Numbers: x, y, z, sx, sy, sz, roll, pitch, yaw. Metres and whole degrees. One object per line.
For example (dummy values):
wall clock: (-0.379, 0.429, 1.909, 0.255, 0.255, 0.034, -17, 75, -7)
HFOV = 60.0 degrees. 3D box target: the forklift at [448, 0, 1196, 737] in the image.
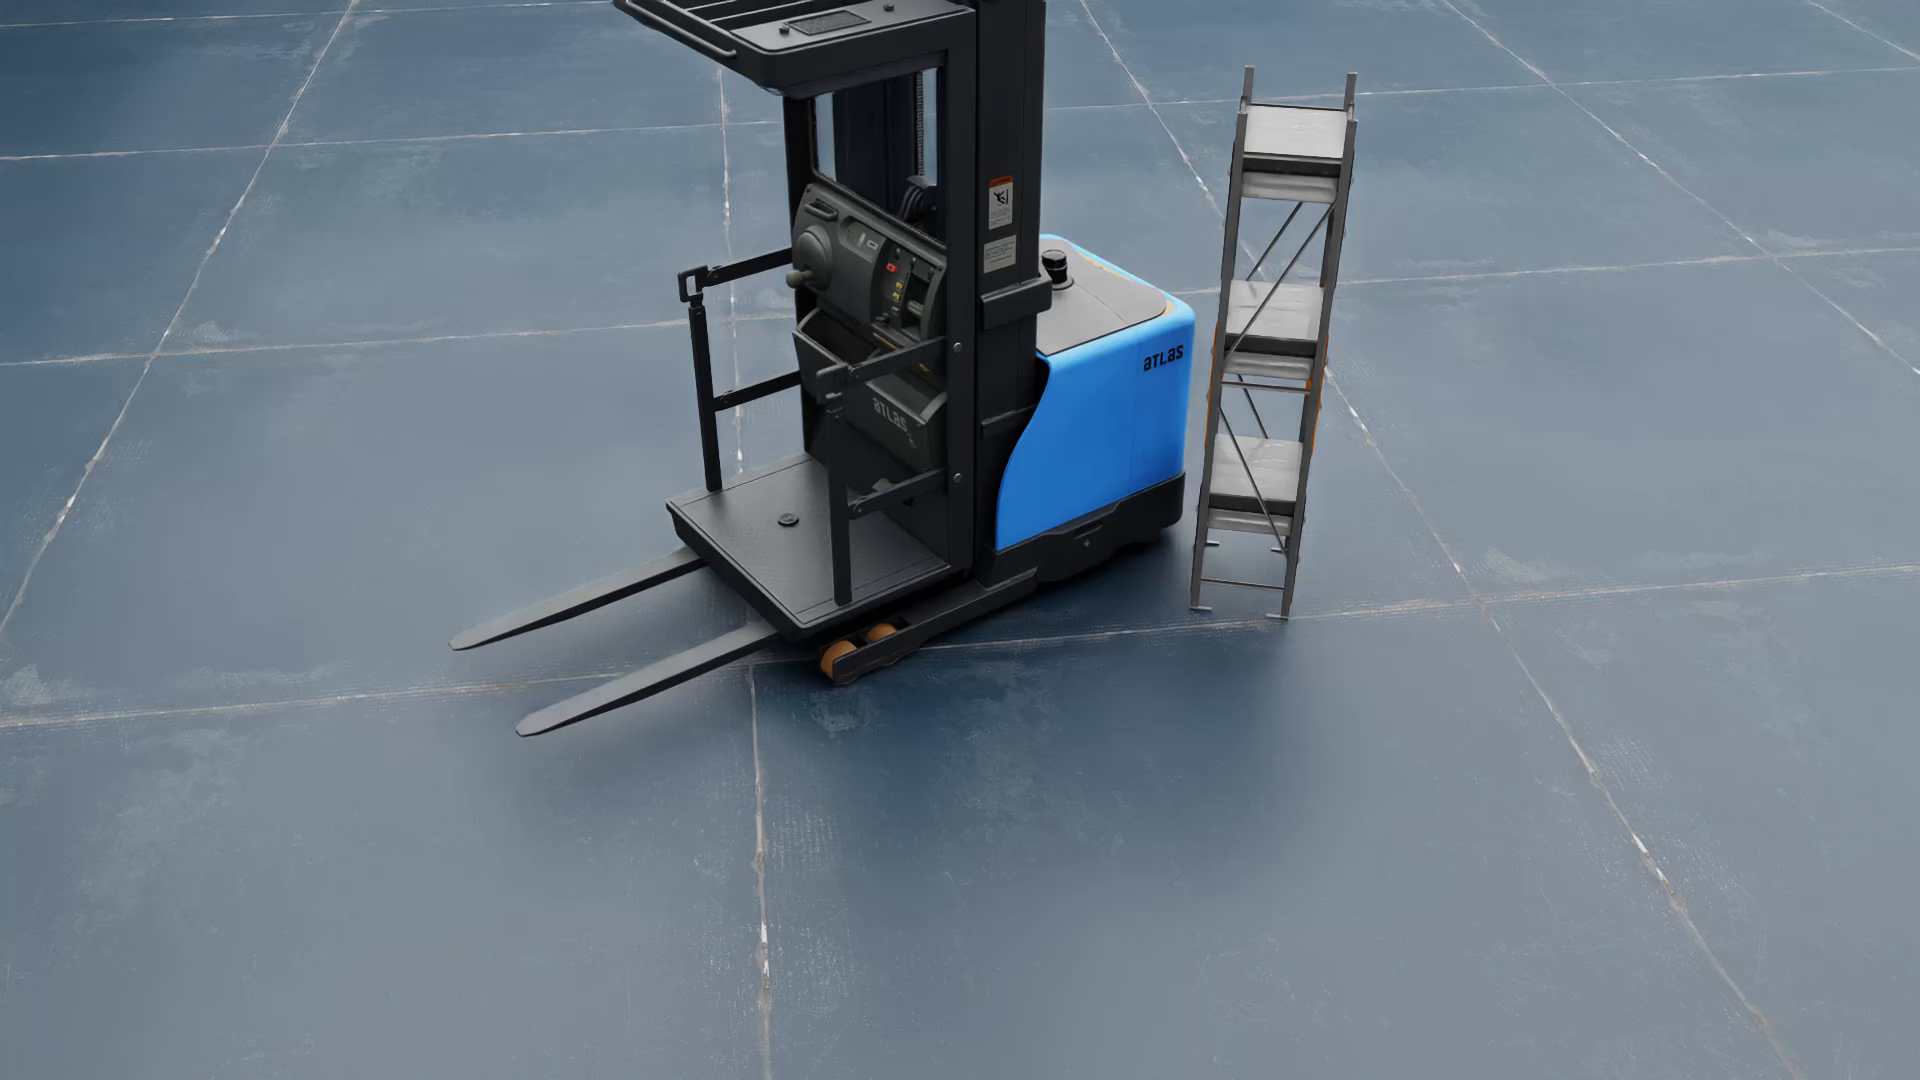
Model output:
forklift: (-0.518, -0.991, 6.102, 3.031, 2.935, 1.130, -22, 40, -29)

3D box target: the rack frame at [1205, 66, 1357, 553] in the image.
rack frame: (1.235, -0.836, 6.611, 0.400, 2.100, 0.015, 6, 35, 9)

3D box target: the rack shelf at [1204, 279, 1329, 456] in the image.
rack shelf: (1.188, -0.689, 6.421, 0.431, 0.518, 0.480, 6, 35, 9)

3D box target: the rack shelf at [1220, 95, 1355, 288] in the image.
rack shelf: (1.188, -1.268, 6.027, 0.431, 0.518, 0.480, 6, 35, 9)

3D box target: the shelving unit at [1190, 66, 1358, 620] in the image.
shelving unit: (1.188, -0.701, 6.414, 0.431, 2.100, 0.503, 6, 35, 9)

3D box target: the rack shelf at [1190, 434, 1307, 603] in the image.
rack shelf: (1.188, -0.111, 6.815, 0.431, 0.518, 0.480, 6, 35, 9)

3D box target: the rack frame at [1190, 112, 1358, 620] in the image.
rack frame: (1.141, -0.566, 6.216, 0.400, 2.100, 0.015, 6, 35, 9)
